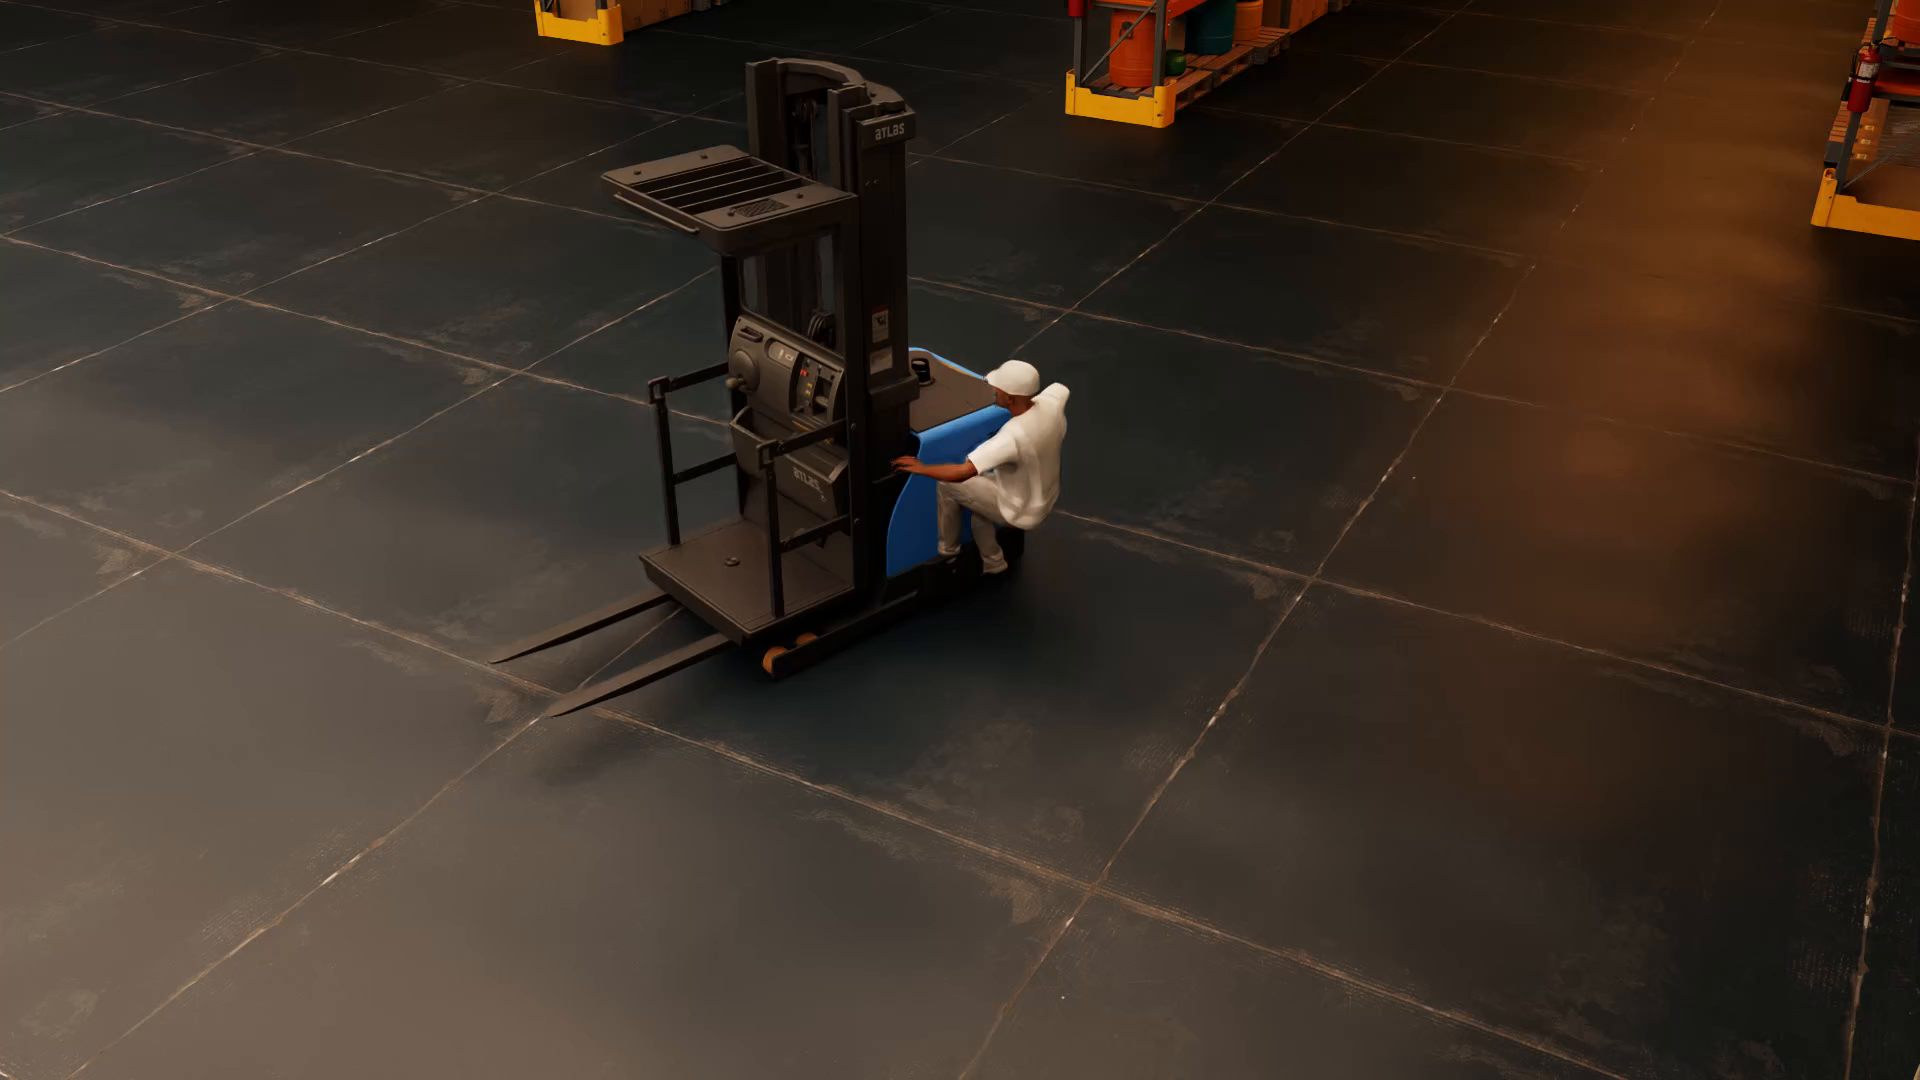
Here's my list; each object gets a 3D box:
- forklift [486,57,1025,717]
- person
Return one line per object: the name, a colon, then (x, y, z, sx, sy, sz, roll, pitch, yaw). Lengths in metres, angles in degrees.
forklift: (-1.066, -0.841, 8.527, 3.031, 2.935, 1.130, -24, 37, -35)
person: (0.138, -0.357, 9.068, 0.866, 1.492, 1.108, 12, 32, 20)
